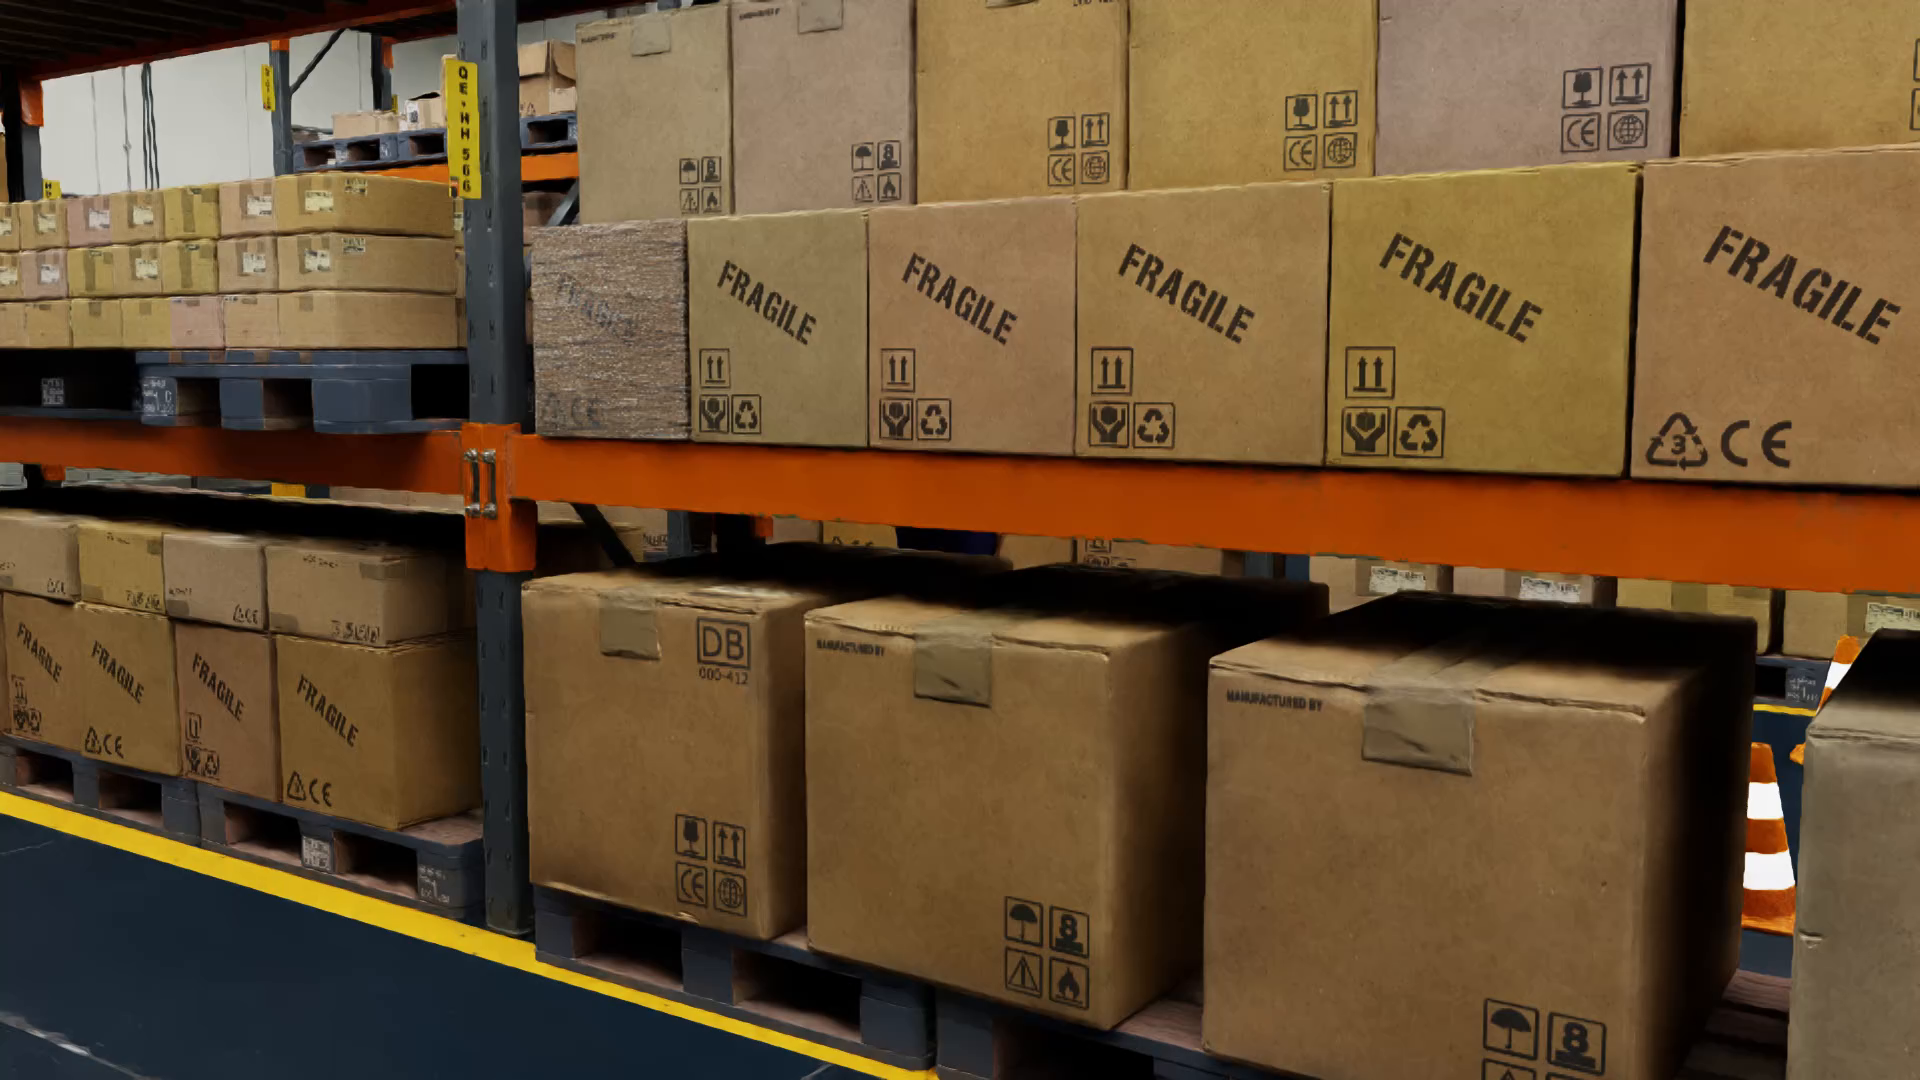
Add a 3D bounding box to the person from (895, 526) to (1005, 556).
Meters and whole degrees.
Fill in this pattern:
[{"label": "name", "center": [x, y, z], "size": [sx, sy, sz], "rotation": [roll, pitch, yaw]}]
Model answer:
[{"label": "person", "center": [-0.028, -0.073, 6.615], "size": [0.520, 1.640, 0.379], "rotation": [4, 7, 30]}]
